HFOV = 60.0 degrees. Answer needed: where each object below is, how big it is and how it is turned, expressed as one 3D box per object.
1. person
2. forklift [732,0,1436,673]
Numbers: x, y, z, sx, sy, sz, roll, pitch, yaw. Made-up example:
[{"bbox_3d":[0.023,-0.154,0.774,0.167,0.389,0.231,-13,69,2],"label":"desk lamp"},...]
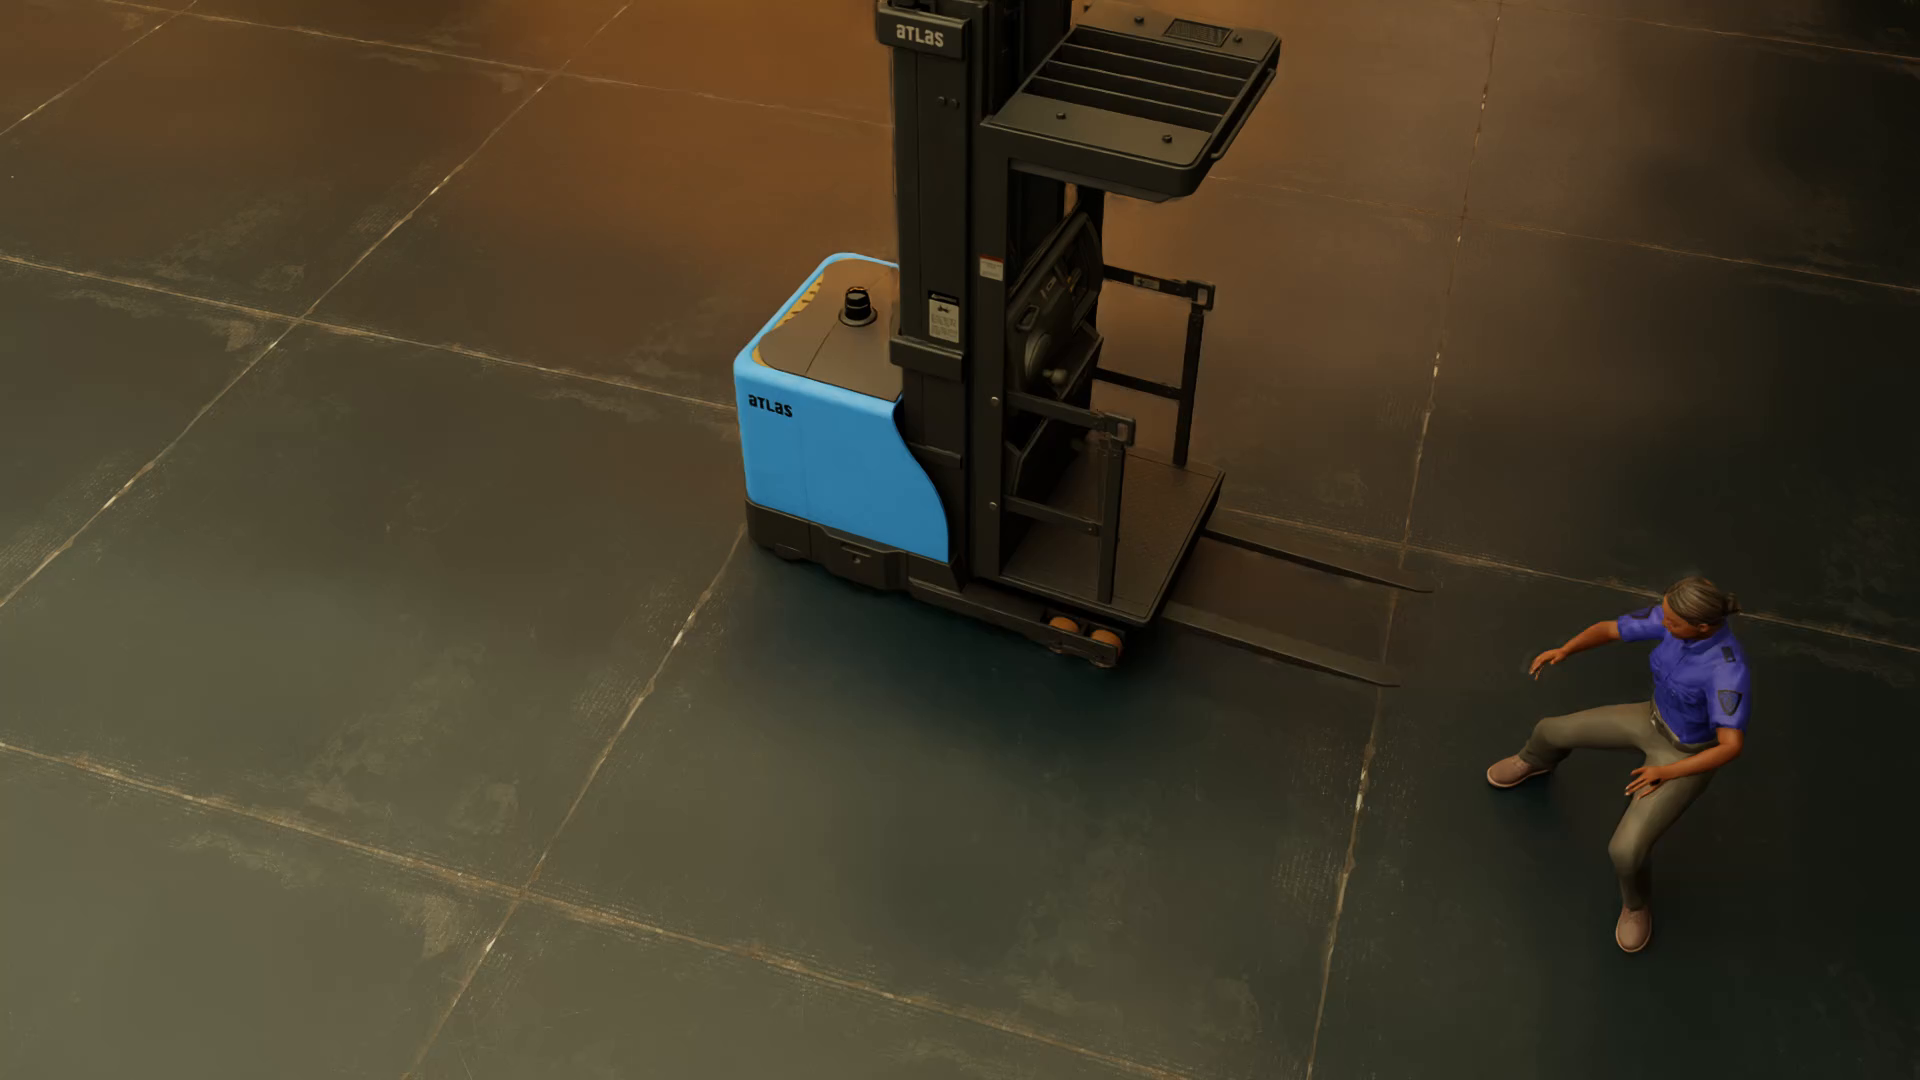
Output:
[{"bbox_3d":[2.401,0.737,6.003,0.670,1.424,1.049,-1,43,-1],"label":"person"},{"bbox_3d":[0.582,-0.951,6.711,3.031,2.935,1.130,15,45,16],"label":"forklift"}]
